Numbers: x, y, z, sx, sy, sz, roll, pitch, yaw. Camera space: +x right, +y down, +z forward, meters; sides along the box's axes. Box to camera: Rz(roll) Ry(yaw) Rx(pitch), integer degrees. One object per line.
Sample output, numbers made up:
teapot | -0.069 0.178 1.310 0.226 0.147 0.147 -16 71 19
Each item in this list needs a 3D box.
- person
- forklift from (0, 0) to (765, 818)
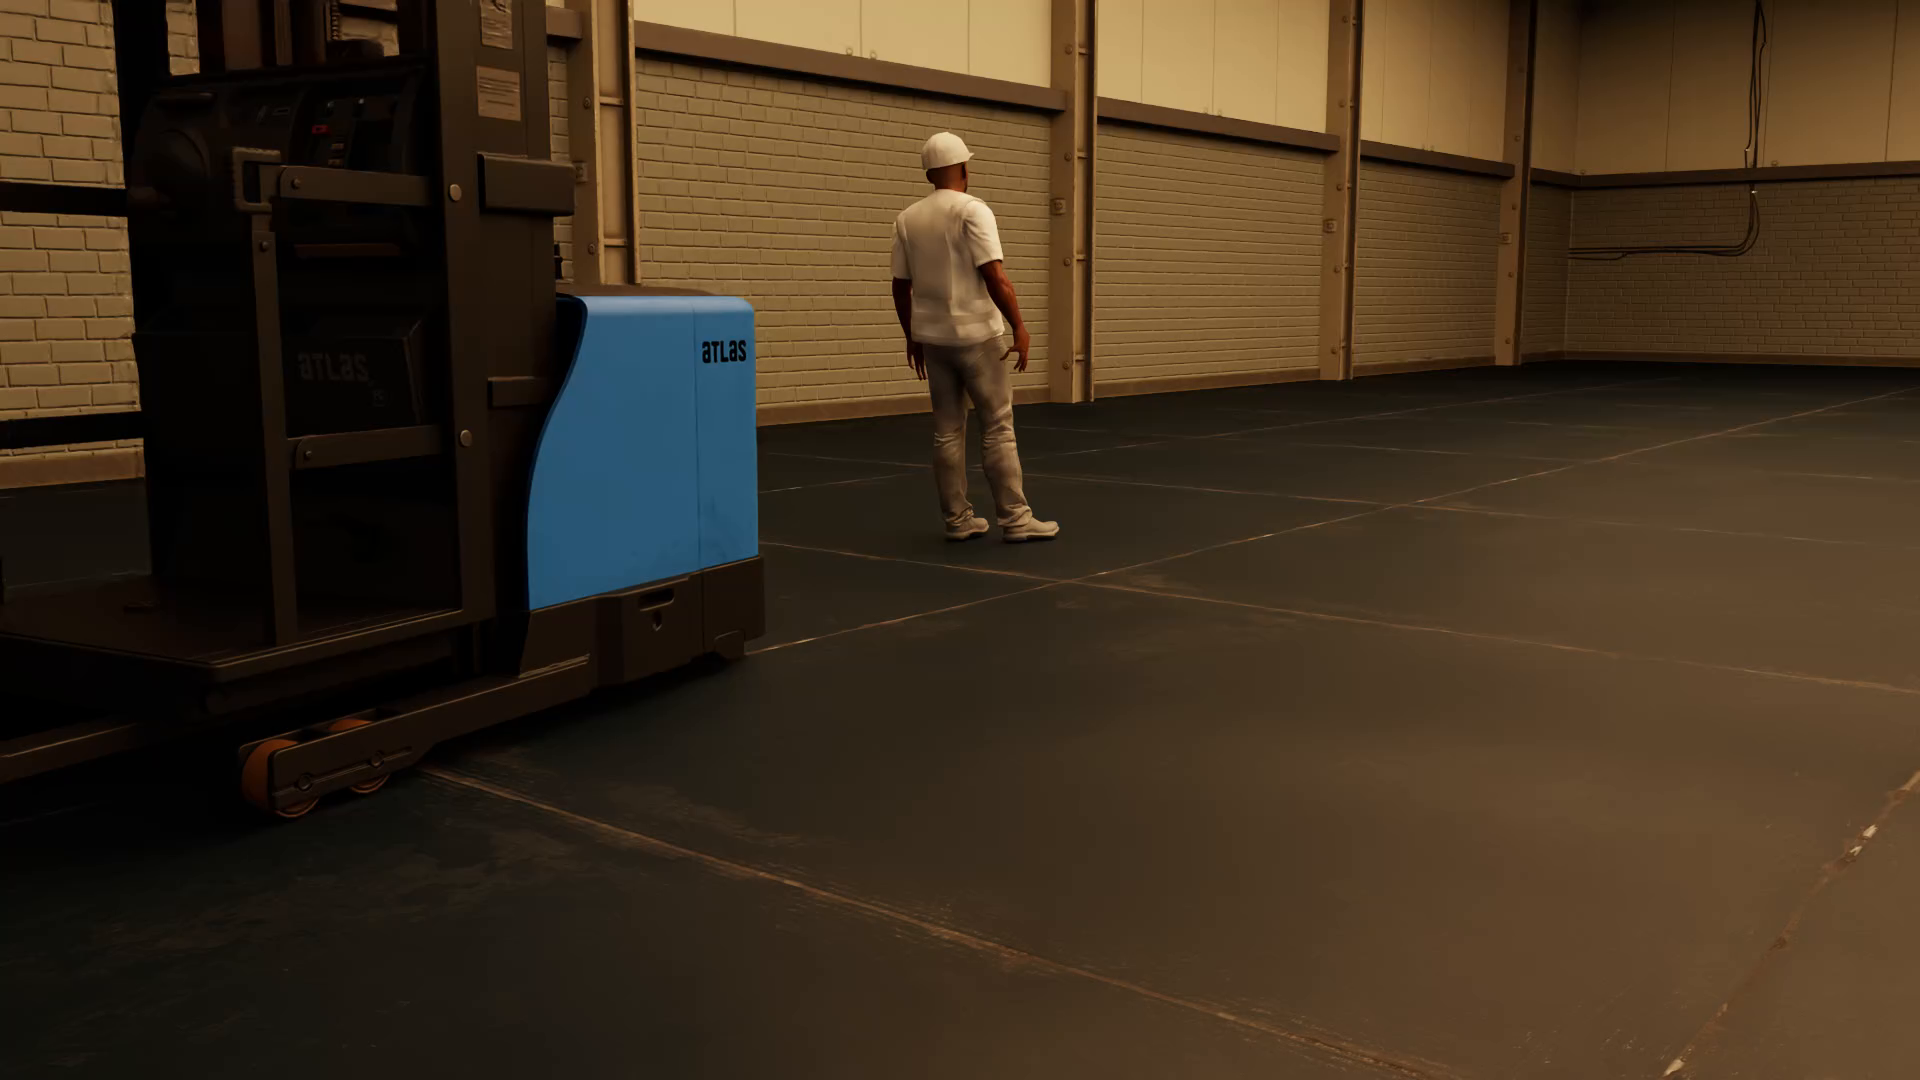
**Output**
person | 0.048 -0.888 7.325 0.665 1.765 0.577 7 11 38
forklift | -1.717 -0.945 3.741 1.130 2.935 3.031 4 9 27
